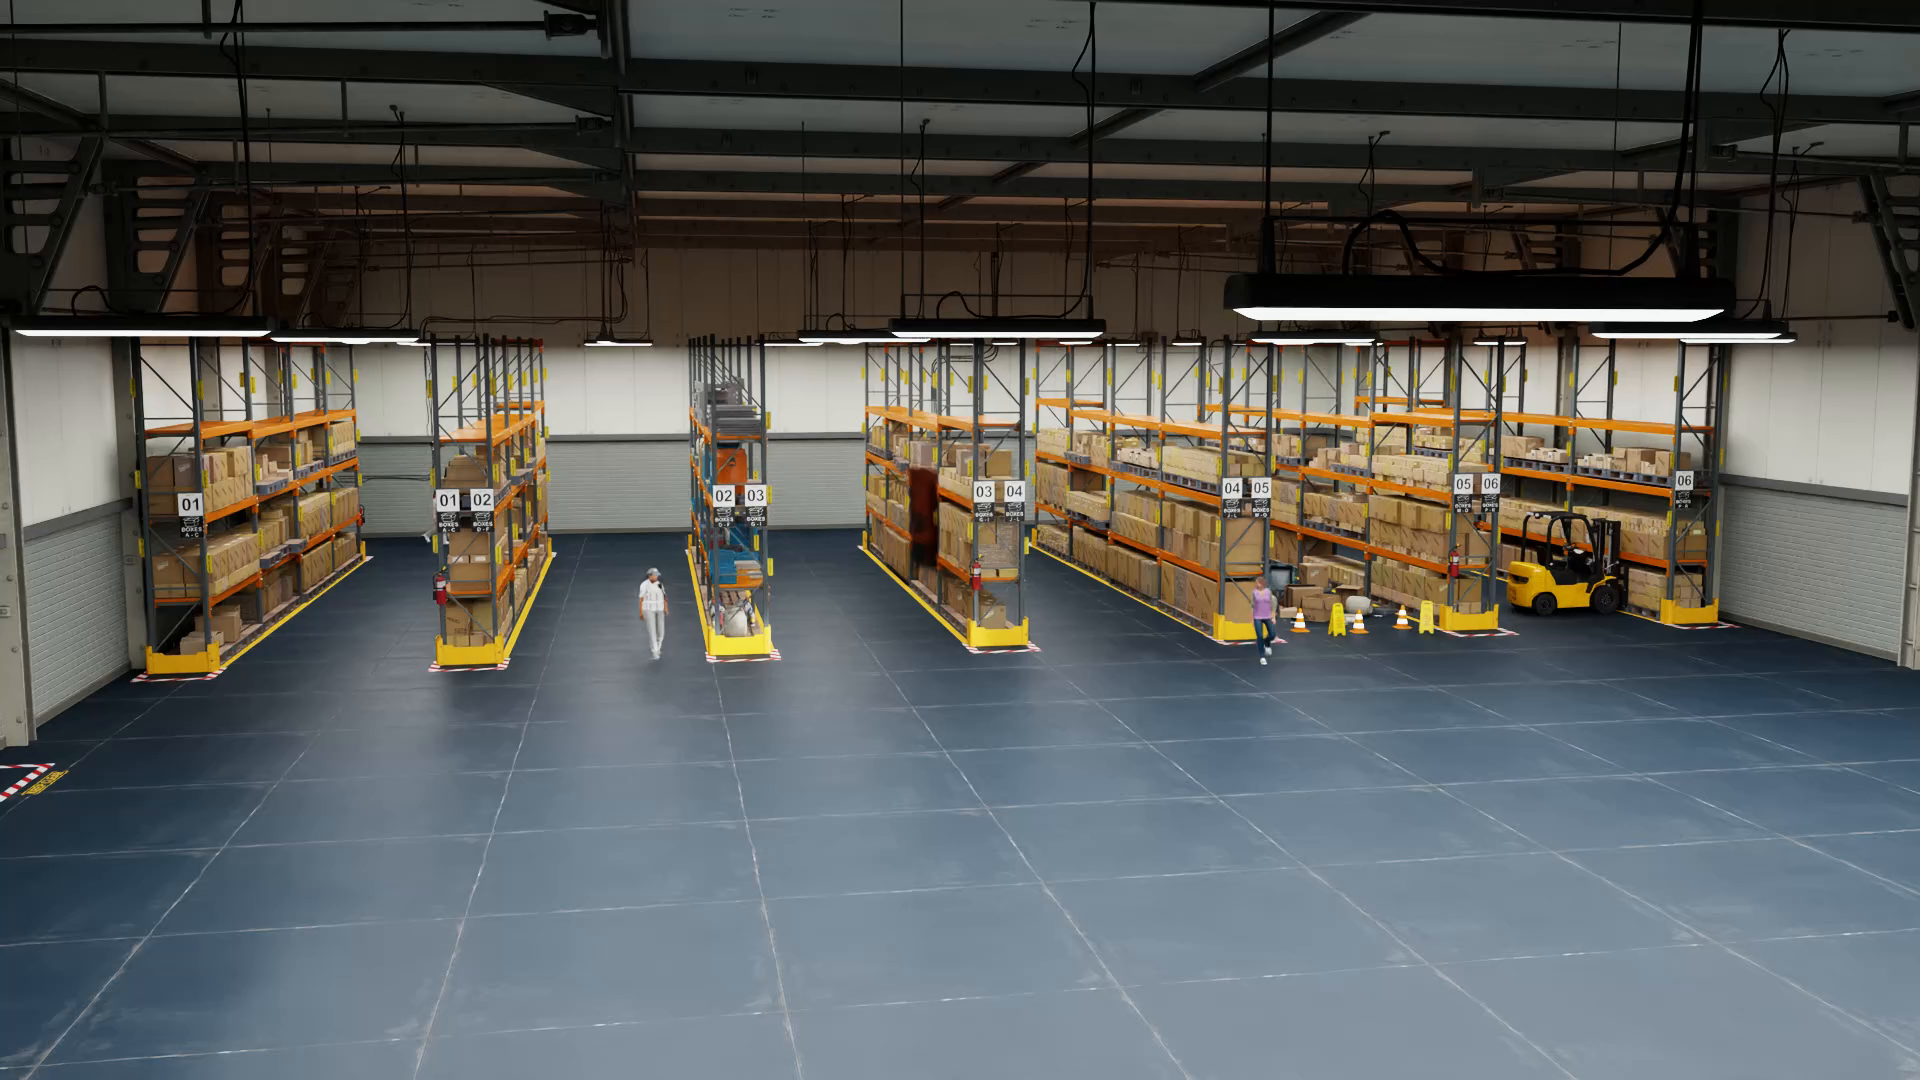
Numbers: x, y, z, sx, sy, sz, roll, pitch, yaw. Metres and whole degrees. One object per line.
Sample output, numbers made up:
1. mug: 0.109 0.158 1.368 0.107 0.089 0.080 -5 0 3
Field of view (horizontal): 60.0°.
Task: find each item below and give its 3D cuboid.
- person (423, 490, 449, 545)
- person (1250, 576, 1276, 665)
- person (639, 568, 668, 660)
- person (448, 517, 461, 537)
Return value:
1. person: -15.325 -0.677 48.709 0.862 1.630 0.445 0 7 2
2. person: 5.539 1.454 30.415 0.451 1.601 0.523 0 7 4
3. person: -5.667 1.366 31.117 0.507 1.654 0.716 -5 8 -37
4. person: -12.826 0.092 42.423 0.468 1.572 0.577 -1 7 -8
